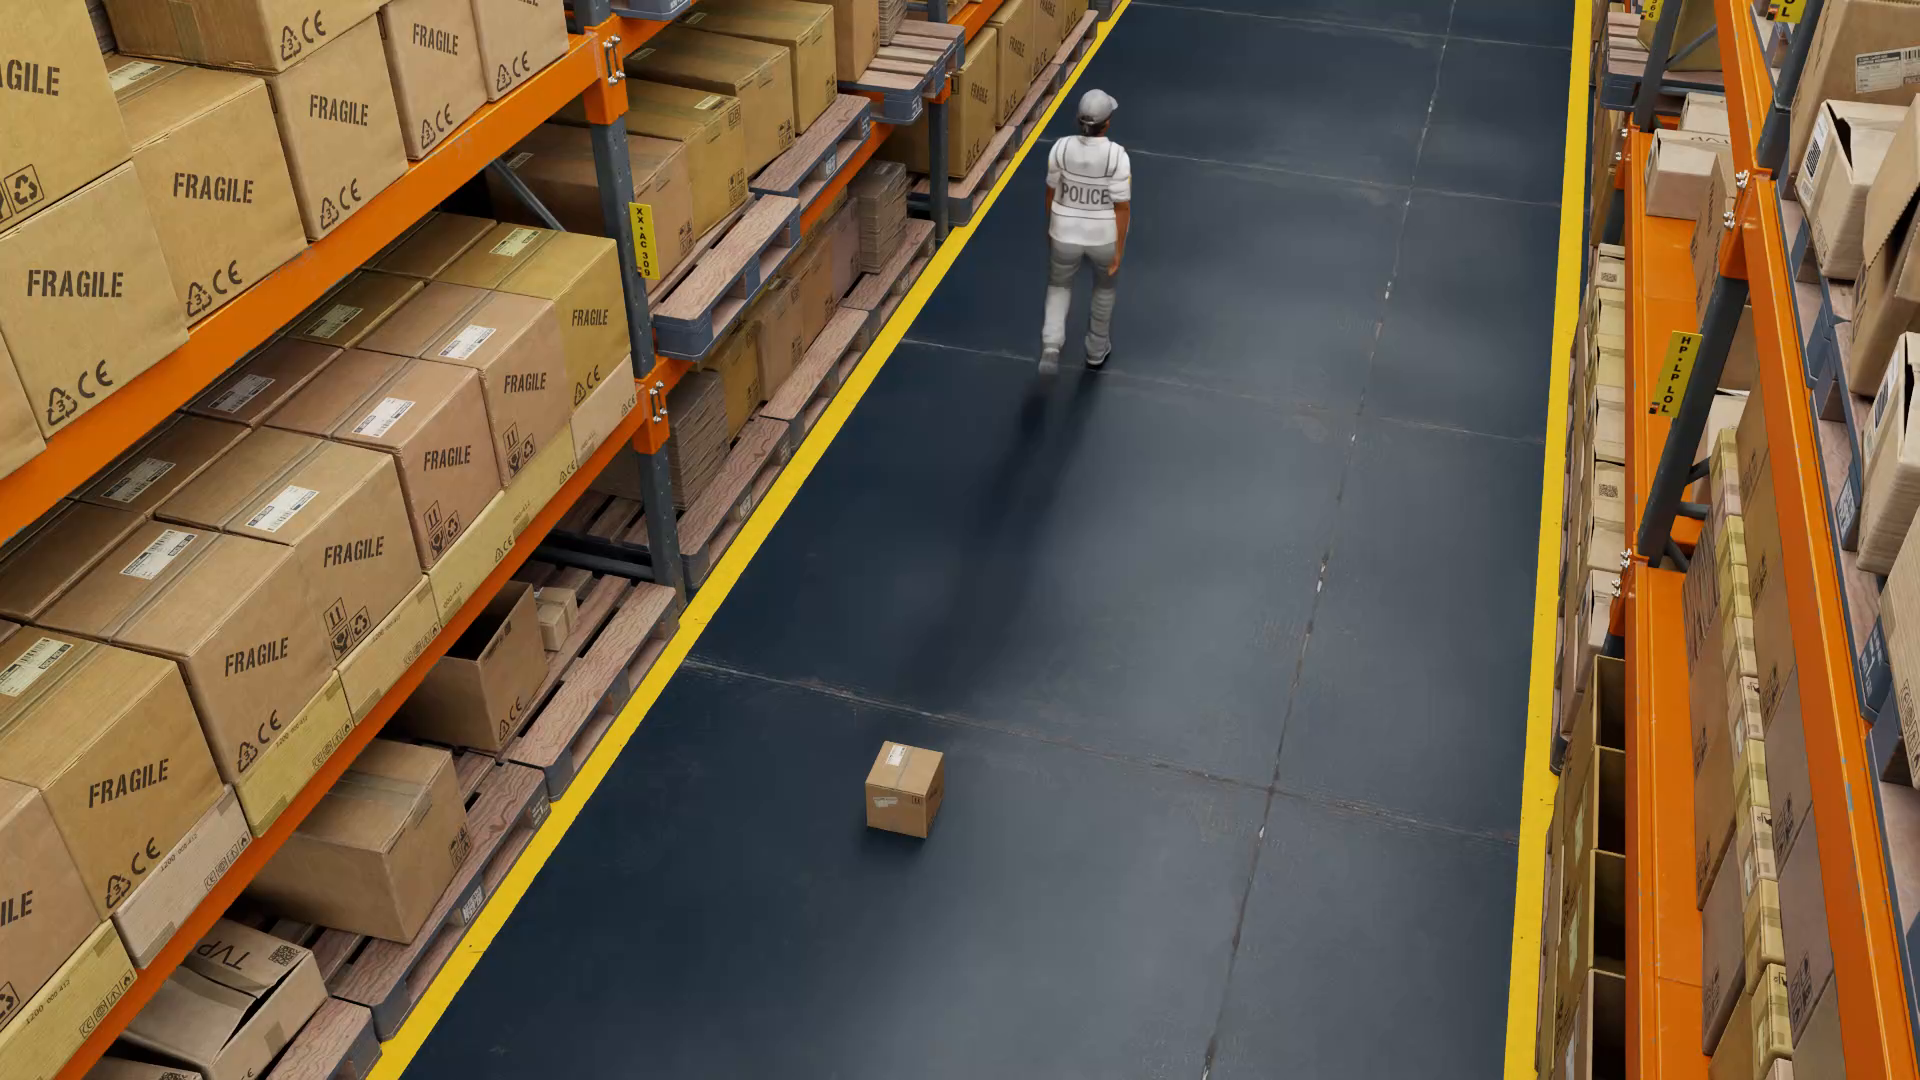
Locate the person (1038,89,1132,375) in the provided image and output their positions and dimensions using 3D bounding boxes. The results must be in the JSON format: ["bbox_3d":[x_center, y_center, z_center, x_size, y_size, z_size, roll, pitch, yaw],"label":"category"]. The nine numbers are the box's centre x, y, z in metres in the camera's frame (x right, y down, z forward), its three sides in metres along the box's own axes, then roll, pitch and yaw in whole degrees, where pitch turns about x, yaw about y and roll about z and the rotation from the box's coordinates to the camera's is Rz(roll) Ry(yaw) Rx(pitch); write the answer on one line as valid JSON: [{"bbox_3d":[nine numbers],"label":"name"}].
[{"bbox_3d":[0.677,-1.628,8.998,0.475,1.645,0.690,8,38,11],"label":"person"}]
